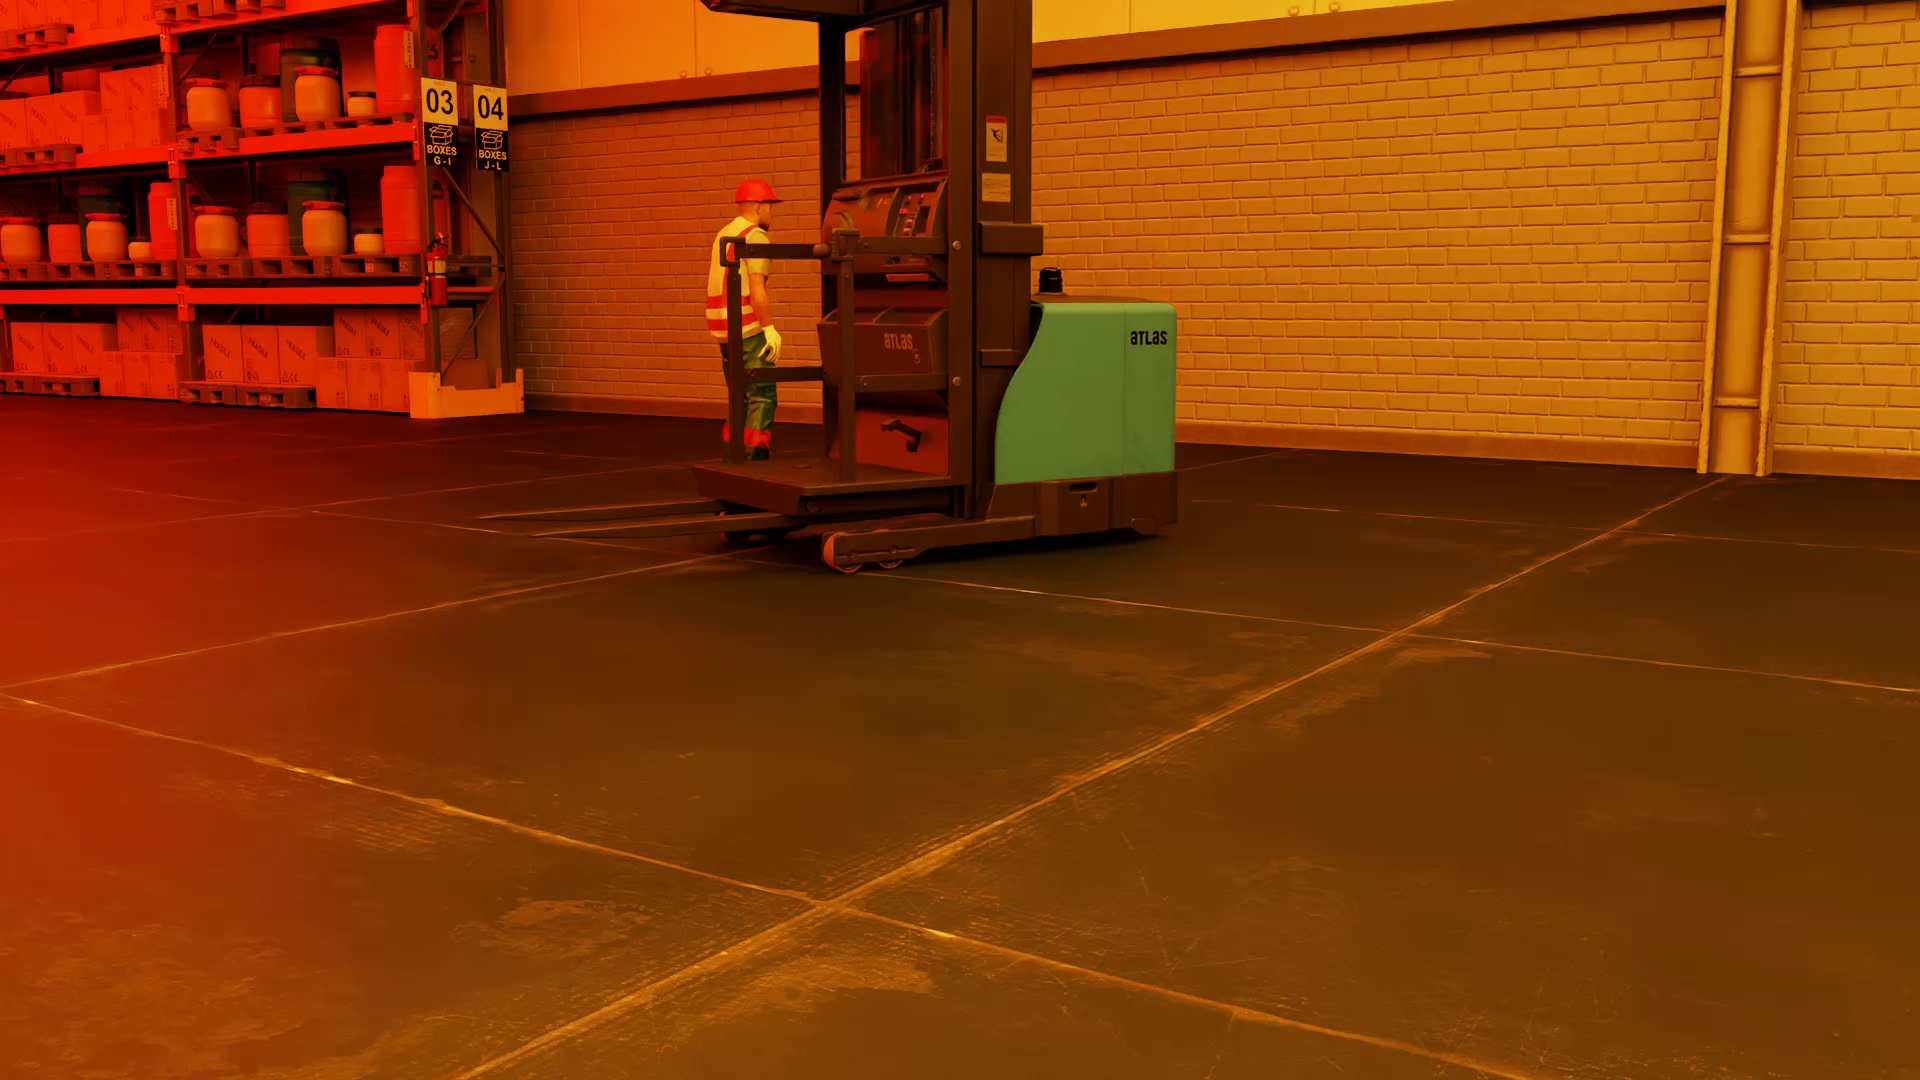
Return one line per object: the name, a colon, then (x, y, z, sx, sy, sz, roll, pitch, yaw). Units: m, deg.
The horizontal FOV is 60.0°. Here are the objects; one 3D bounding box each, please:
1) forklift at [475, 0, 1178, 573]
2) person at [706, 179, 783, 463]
forklift: (-0.507, -1.403, 7.061, 3.031, 2.935, 1.130, -5, 10, -33)
person: (-1.209, -1.176, 9.576, 0.451, 1.777, 0.618, -5, 10, -32)
